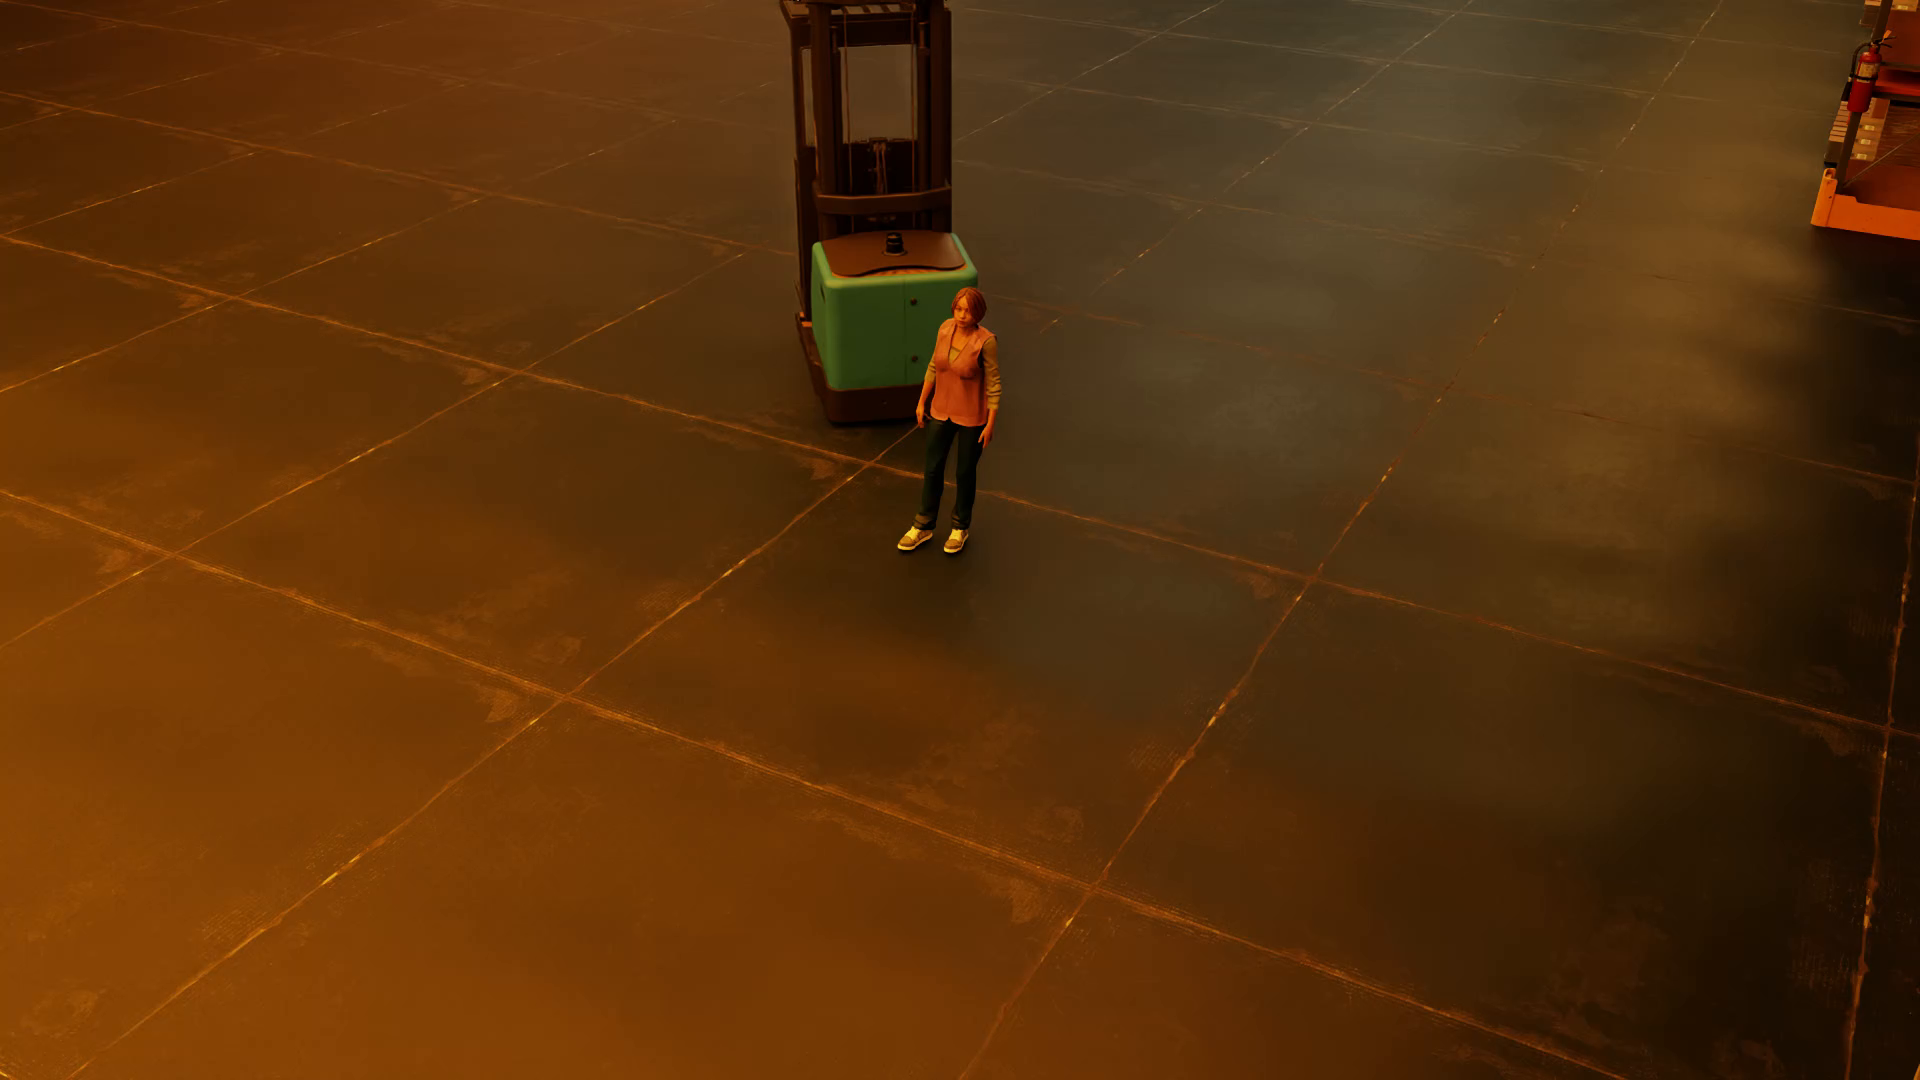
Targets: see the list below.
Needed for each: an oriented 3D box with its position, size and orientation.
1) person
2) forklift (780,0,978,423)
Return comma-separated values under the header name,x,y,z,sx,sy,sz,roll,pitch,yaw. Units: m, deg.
name,x,y,z,sx,sy,sz,roll,pitch,yaw
person,-0.048,-0.669,9.550,0.520,1.596,0.476,15,33,25
forklift,-0.650,-2.782,11.891,1.130,2.935,3.031,-6,30,-10
